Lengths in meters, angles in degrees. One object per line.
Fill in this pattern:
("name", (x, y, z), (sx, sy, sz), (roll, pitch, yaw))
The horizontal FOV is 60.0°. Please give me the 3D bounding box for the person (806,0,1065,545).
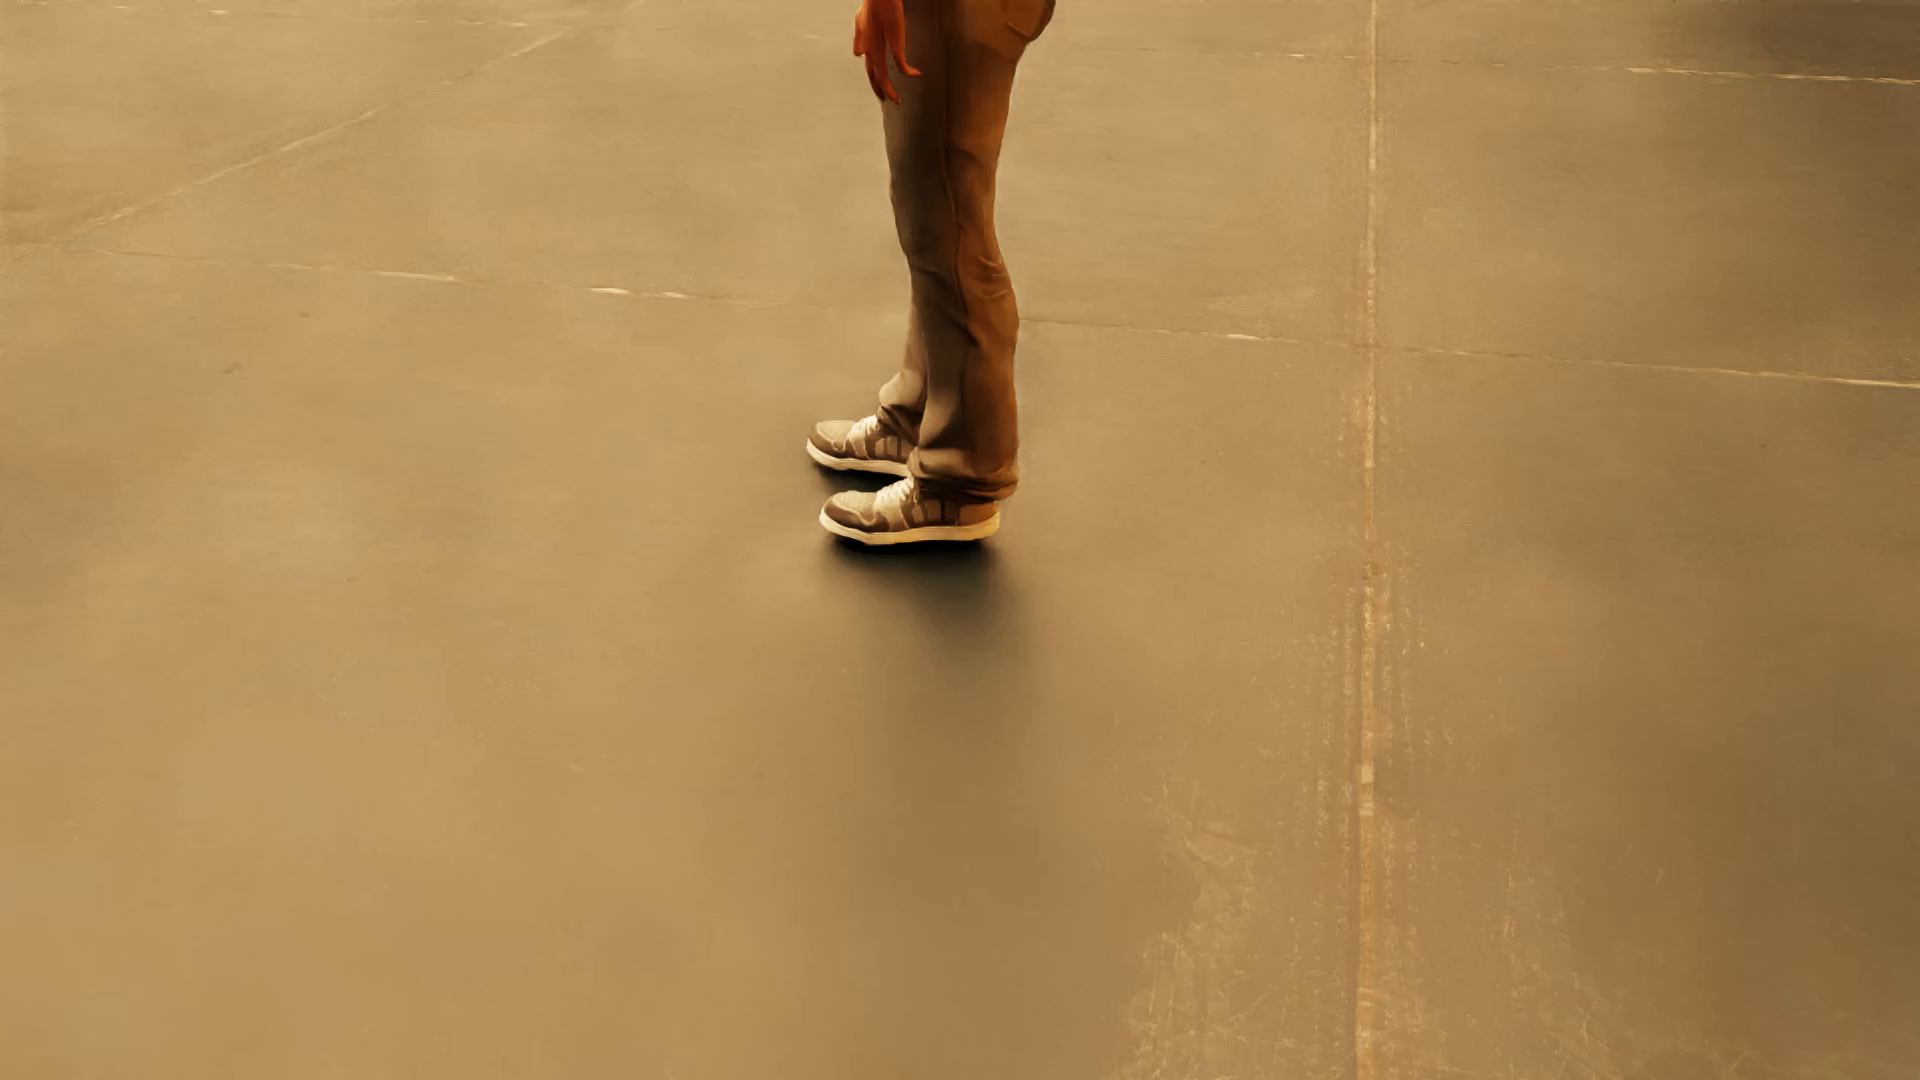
("person", (-0.069, -0.733, 2.164), (0.474, 1.597, 0.521), (6, 27, 11))
